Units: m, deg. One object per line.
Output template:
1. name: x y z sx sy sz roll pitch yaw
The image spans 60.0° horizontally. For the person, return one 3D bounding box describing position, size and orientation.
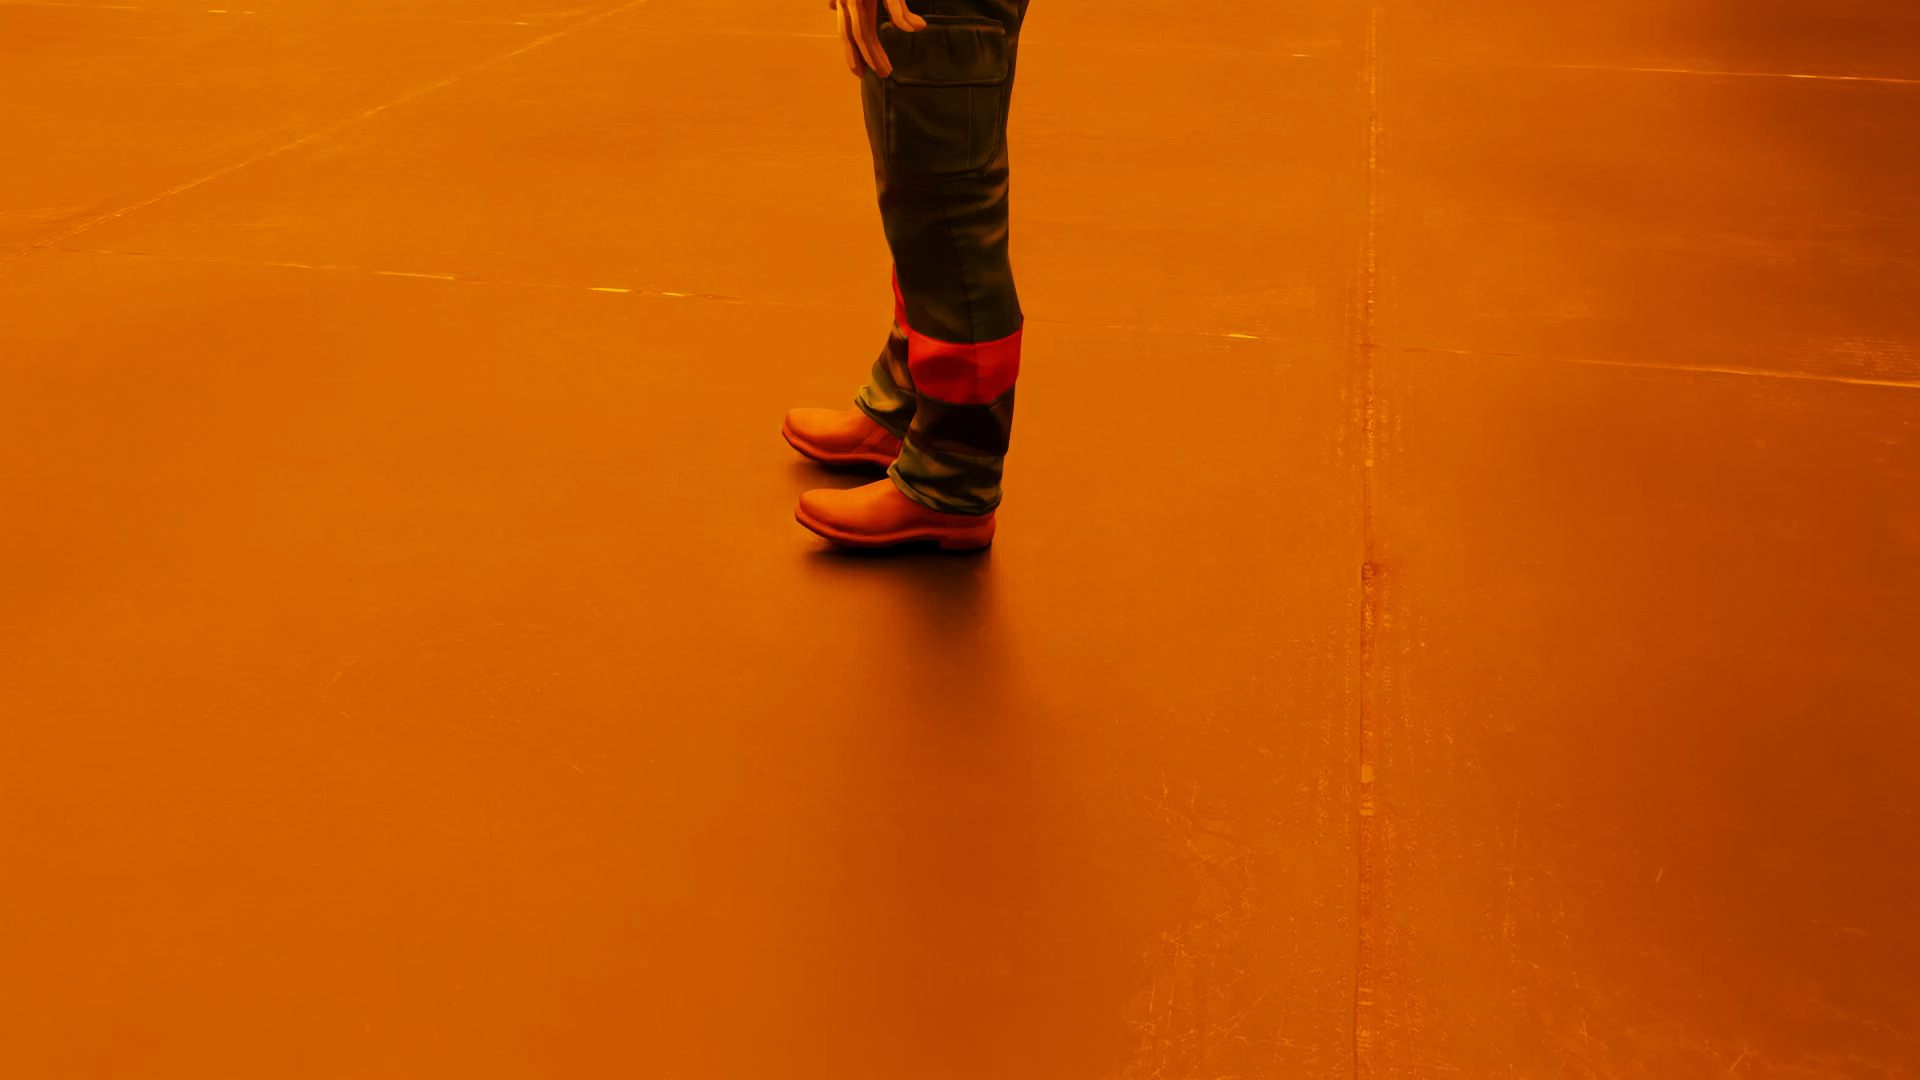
1. person: -0.075 -0.818 2.119 0.564 1.787 0.638 6 27 11
